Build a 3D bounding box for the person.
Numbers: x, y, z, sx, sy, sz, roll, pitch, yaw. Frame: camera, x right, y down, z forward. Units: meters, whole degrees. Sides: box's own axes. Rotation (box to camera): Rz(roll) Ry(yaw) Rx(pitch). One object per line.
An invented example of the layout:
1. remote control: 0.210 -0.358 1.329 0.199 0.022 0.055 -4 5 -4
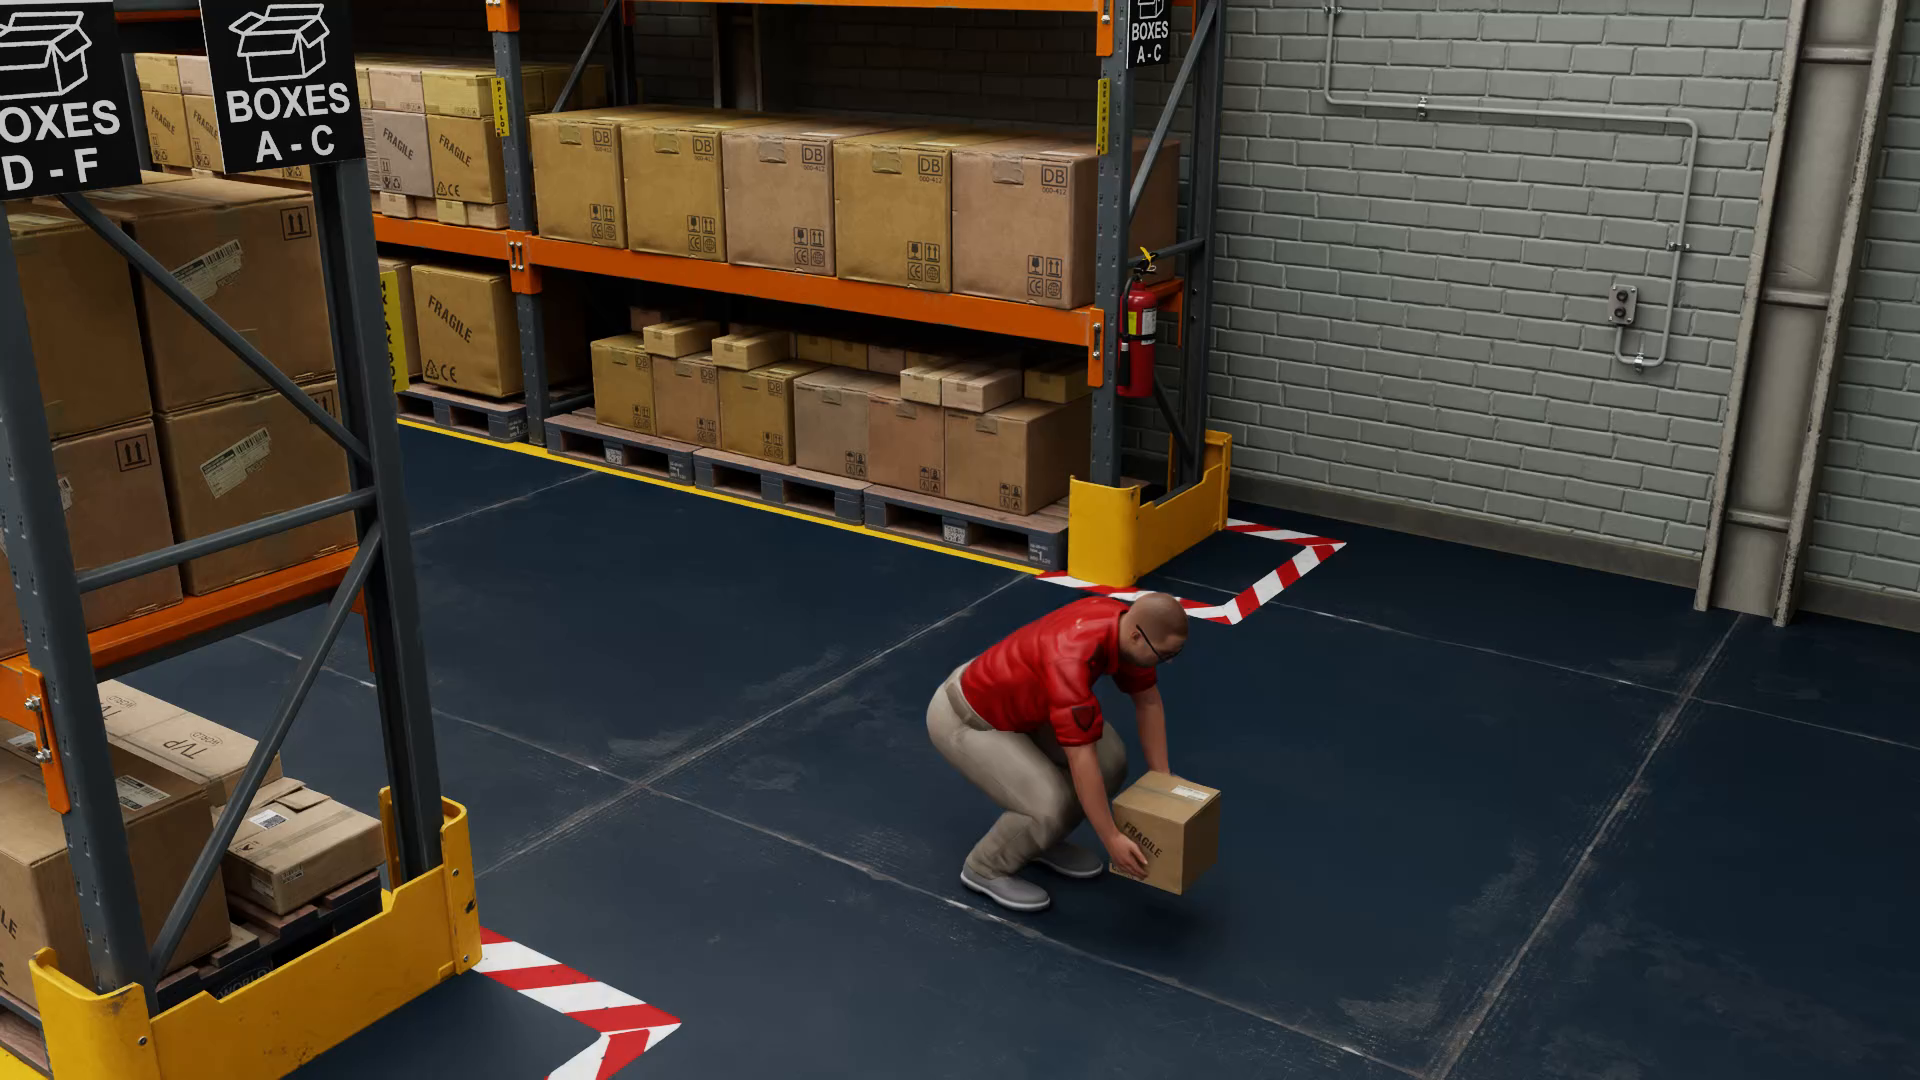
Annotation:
1. person: 0.329 0.625 5.324 0.845 1.077 0.573 13 23 32
